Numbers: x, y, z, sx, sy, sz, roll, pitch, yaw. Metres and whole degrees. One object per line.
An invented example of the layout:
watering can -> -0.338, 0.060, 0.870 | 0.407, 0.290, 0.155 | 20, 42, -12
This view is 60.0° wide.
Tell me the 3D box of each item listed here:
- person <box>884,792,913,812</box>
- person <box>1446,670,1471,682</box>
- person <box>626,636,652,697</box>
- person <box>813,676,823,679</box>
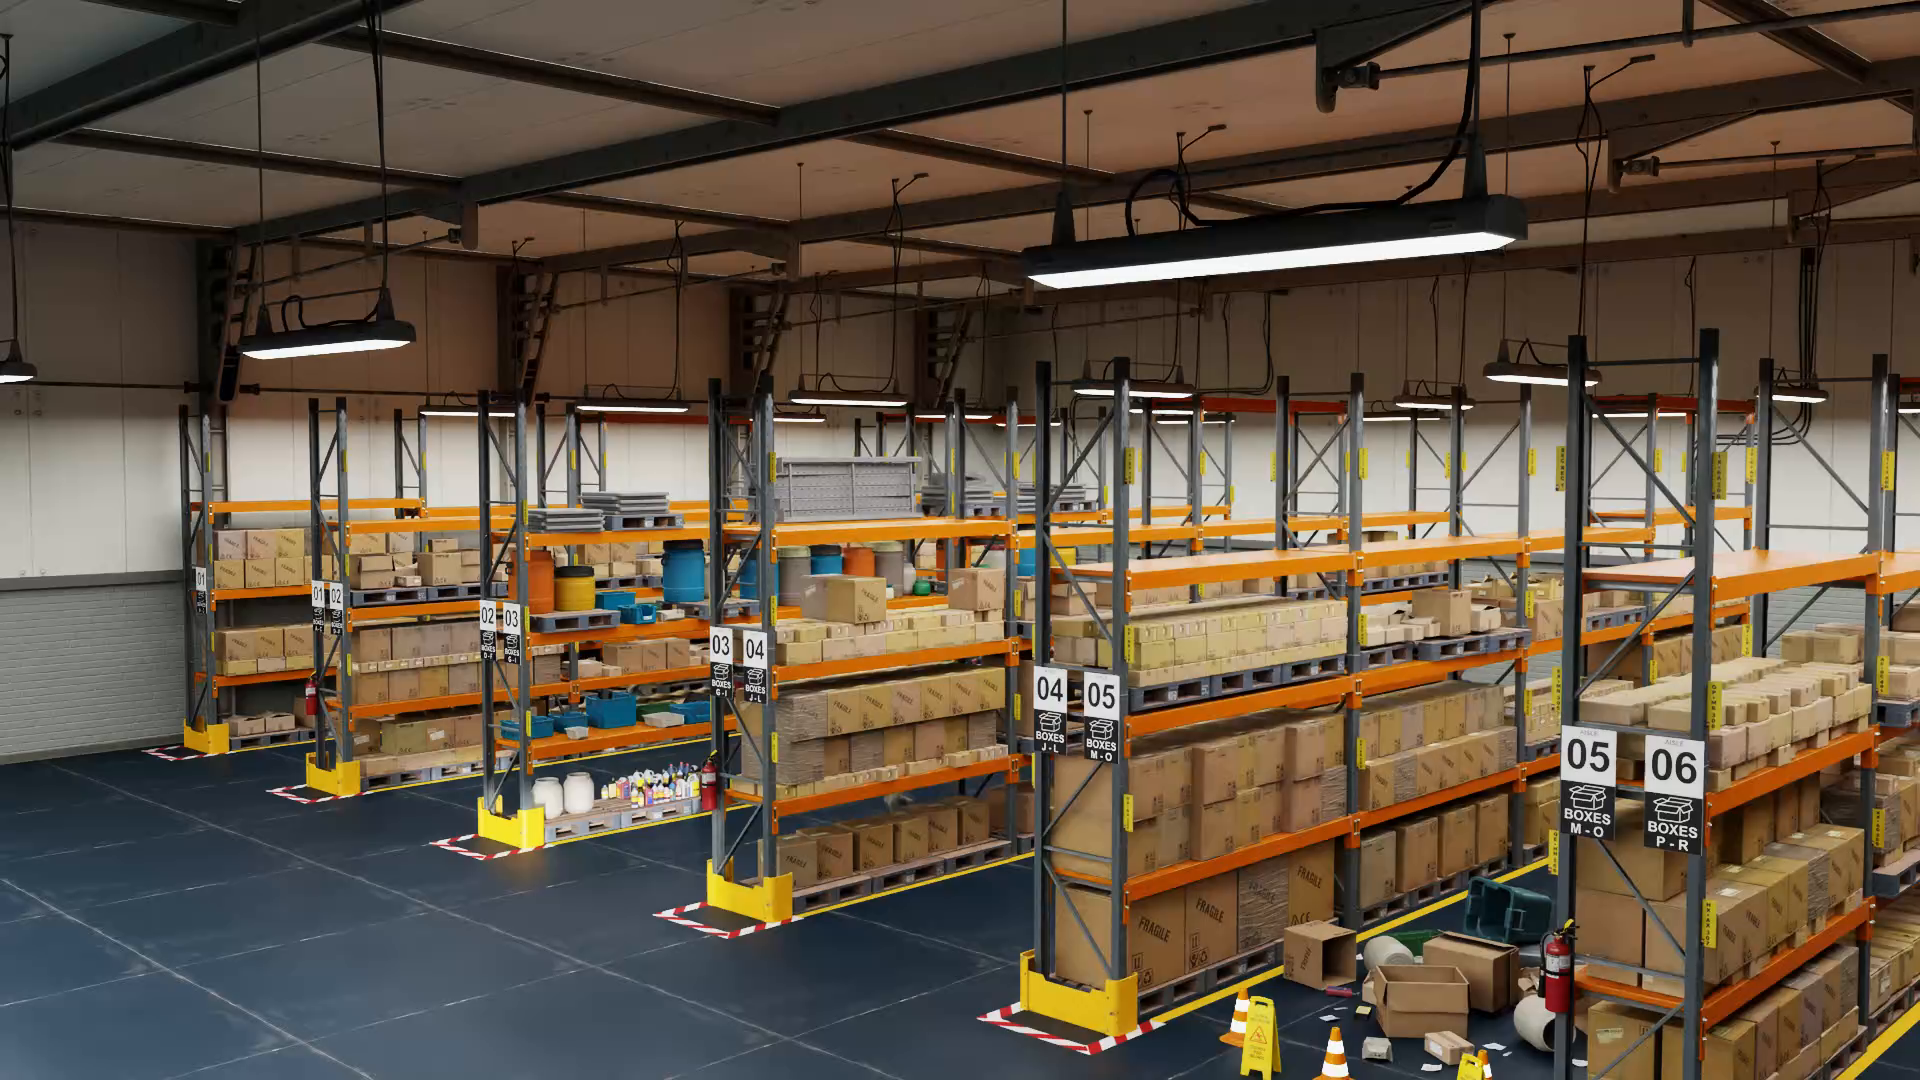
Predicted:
person -> -0.804, 3.149, 22.604 | 0.615, 1.658, 0.642 | 2, 4, 40
person -> 8.165, 2.896, 27.310 | 0.560, 1.714, 0.742 | 2, 4, 37
person -> -6.031, 2.671, 31.624 | 0.945, 1.698, 0.587 | -3, 4, -44
person -> -2.407, 2.860, 28.186 | 0.547, 1.703, 1.048 | 3, 4, 44
